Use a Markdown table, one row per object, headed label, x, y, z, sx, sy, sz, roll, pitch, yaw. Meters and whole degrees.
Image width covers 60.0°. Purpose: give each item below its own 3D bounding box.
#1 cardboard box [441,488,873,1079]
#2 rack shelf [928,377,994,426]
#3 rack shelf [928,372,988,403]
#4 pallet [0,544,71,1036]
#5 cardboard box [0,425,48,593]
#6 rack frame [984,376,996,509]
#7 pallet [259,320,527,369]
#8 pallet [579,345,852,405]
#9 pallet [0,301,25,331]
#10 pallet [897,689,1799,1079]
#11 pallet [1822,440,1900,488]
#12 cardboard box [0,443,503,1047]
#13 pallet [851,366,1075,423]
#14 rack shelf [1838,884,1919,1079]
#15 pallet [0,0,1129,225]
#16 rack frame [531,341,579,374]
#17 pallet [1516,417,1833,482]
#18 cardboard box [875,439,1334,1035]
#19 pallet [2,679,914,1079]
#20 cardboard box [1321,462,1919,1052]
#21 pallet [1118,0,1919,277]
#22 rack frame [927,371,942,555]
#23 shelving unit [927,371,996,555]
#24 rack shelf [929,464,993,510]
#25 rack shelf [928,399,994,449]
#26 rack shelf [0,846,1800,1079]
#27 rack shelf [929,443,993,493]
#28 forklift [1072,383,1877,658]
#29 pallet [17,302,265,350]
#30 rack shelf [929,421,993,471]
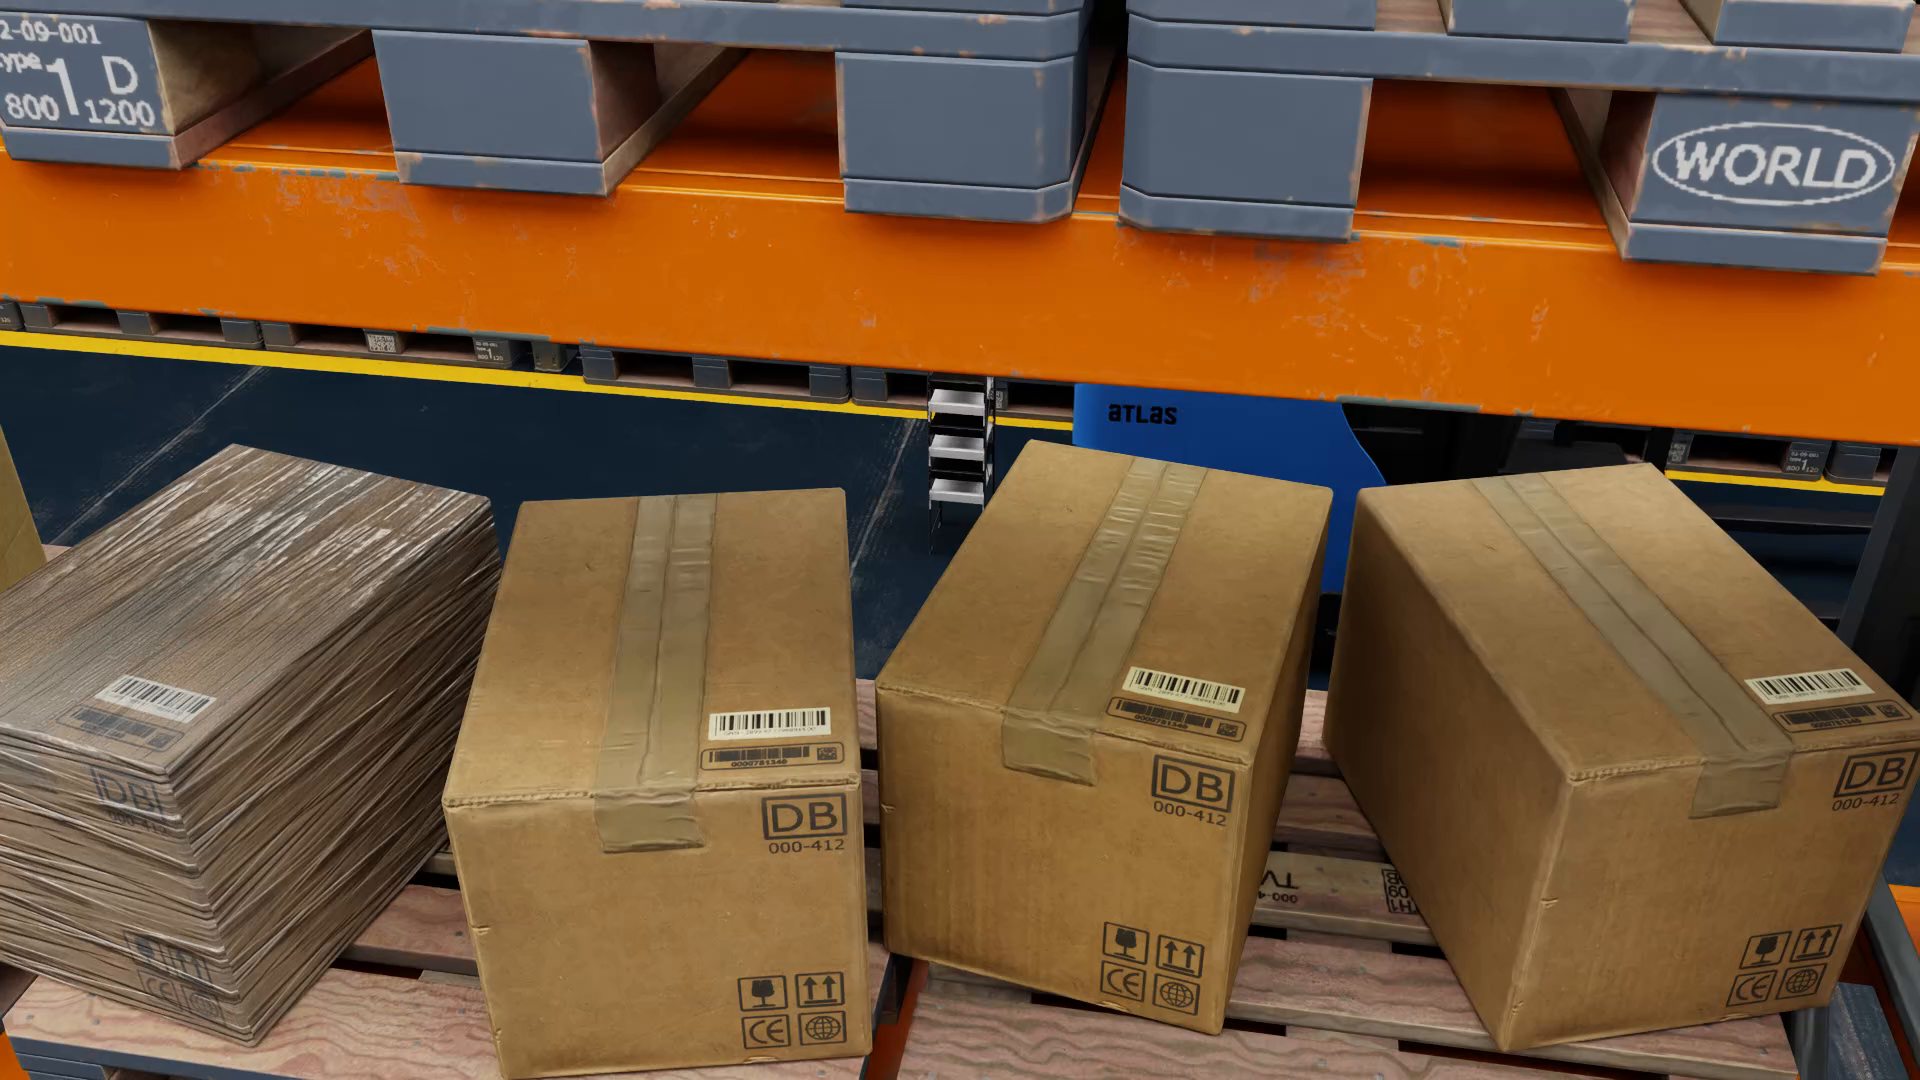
| label | x | y | z | sx | sy | sz | roll | pitch | yaw |
| --- | --- | --- | --- | --- | --- | --- | --- | --- | --- |
| cardboard box | -0.399 | 0.323 | 2.417 | 0.500 | 0.500 | 0.700 | -3 | 32 | -4 |
| rack shelf | 0.008 | -0.505 | 5.932 | 0.200 | 0.077 | 0.258 | 5 | 32 | 8 |
| rack shelf | 0.008 | -0.581 | 5.884 | 0.200 | 0.077 | 0.258 | 5 | 32 | 8 |
| pallet | -1.910 | 0.417 | 2.938 | 1.003 | 0.211 | 1.213 | 5 | 32 | 8 |
| cardboard box | -1.950 | 0.088 | 2.791 | 0.500 | 0.500 | 0.700 | -5 | 32 | -8 |
| rack frame | 0.108 | -0.372 | 5.996 | 0.006 | 0.900 | 0.240 | 5 | 32 | 8 |
| pallet | -2.530 | -1.168 | 7.917 | 1.213 | 0.211 | 1.003 | 5 | 32 | 8 |
| pallet | -0.995 | -0.988 | 7.629 | 1.213 | 0.211 | 1.003 | 5 | 32 | 8 |
| pallet | -4.935 | -1.386 | 8.265 | 1.213 | 0.211 | 1.003 | 5 | 32 | 8 |
| pallet | 0.584 | 0.622 | 2.611 | 1.213 | 0.211 | 1.003 | 5 | 32 | 8 |
| pallet | 4.126 | -0.524 | 6.888 | 1.213 | 0.211 | 1.003 | 5 | 32 | 8 |
| cardboard box | -1.080 | 0.270 | 2.501 | 0.500 | 0.500 | 0.700 | 11 | 34 | 17 |
| pallet | 0.204 | -0.878 | 7.453 | 1.213 | 0.211 | 1.003 | 5 | 32 | 8 |
| rack shelf | 3.325 | 1.152 | 2.260 | 4.000 | 0.370 | 1.077 | 5 | 32 | 8 |
| pallet | -0.301 | -0.709 | 1.906 | 1.003 | 0.211 | 1.213 | 5 | 32 | 8 |
| rack frame | -1.760 | -2.280 | 7.065 | 0.127 | 3.000 | 1.000 | 5 | 32 | 8 |
| pallet | 2.920 | -0.632 | 7.060 | 1.213 | 0.211 | 1.003 | 5 | 32 | 8 |
| cardboard box | 0.236 | 0.261 | 2.516 | 0.500 | 0.500 | 0.700 | 10 | 33 | 16 |
| pallet | -0.672 | 0.564 | 2.702 | 1.213 | 0.211 | 1.003 | 5 | 32 | 8 |
| cardboard box | 0.924 | 0.289 | 2.471 | 0.500 | 0.500 | 0.700 | -5 | 32 | -8 |
| pallet | 0.722 | -0.618 | 1.760 | 1.003 | 0.211 | 1.213 | 5 | 32 | 8 |
| rack frame | -0.092 | -0.390 | 6.025 | 0.006 | 0.900 | 0.240 | 5 | 32 | 8 |
| shelving unit | 0.008 | -0.381 | 6.010 | 0.210 | 0.900 | 0.258 | 5 | 32 | 8 |
| rack shelf | 0.008 | -0.200 | 6.123 | 0.200 | 0.077 | 0.258 | 5 | 32 | 8 |
| rack shelf | 0.008 | -0.429 | 5.980 | 0.200 | 0.077 | 0.258 | 5 | 32 | 8 |
| rack shelf | -0.618 | 0.795 | 2.831 | 4.000 | 0.370 | 1.077 | 5 | 32 | 8 |
| rack shelf | 0.008 | -0.276 | 6.076 | 0.200 | 0.077 | 0.258 | 5 | 32 | 8 |
| forklift | 1.901 | -1.041 | 5.150 | 3.031 | 2.935 | 1.130 | 4 | 32 | 6 |
| pallet | -3.729 | -1.278 | 8.093 | 1.213 | 0.211 | 1.003 | 5 | 32 | 8 |
| rack shelf | 0.008 | -0.352 | 6.028 | 0.200 | 0.077 | 0.258 | 5 | 32 | 8 |
